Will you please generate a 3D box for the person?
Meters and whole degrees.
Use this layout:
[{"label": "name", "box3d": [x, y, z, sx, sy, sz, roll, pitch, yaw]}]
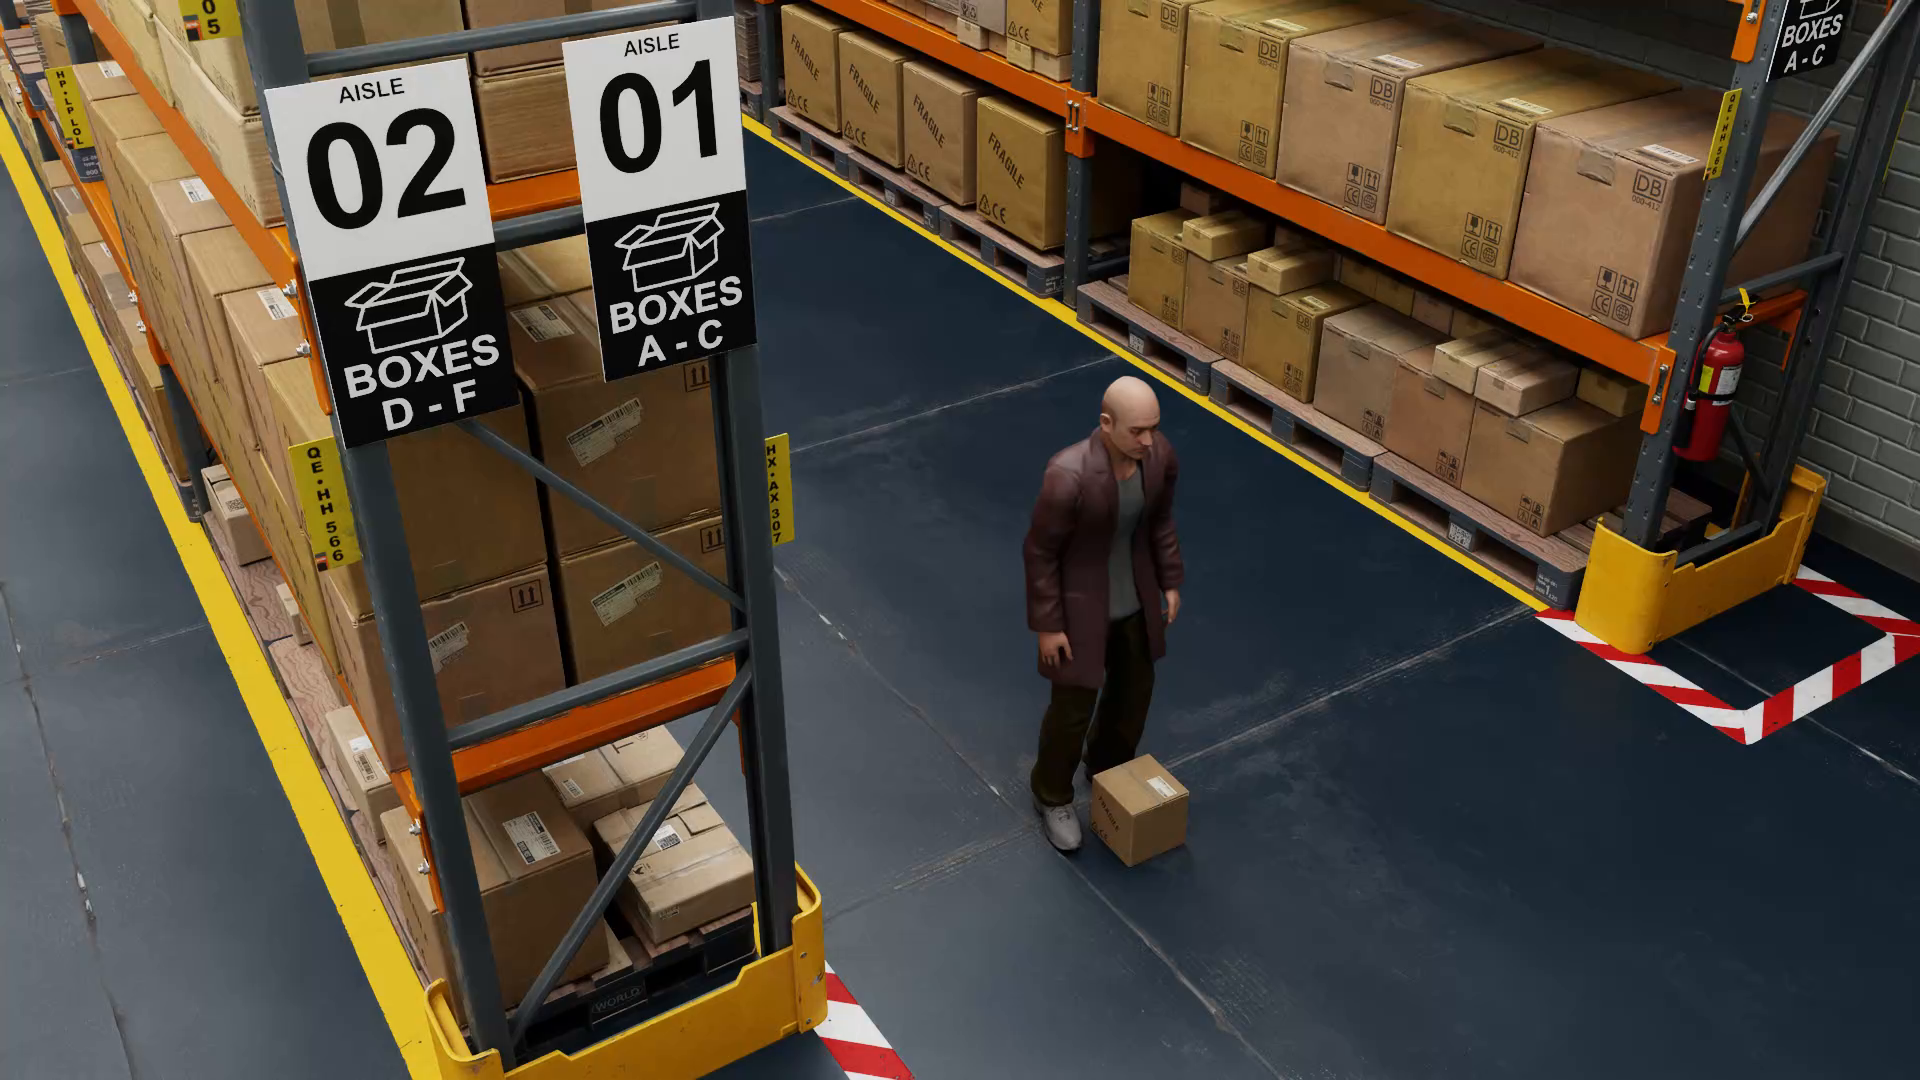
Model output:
[{"label": "person", "box3d": [0.507, 0.228, 5.789, 0.644, 1.774, 0.425, -19, 37, -27]}]
